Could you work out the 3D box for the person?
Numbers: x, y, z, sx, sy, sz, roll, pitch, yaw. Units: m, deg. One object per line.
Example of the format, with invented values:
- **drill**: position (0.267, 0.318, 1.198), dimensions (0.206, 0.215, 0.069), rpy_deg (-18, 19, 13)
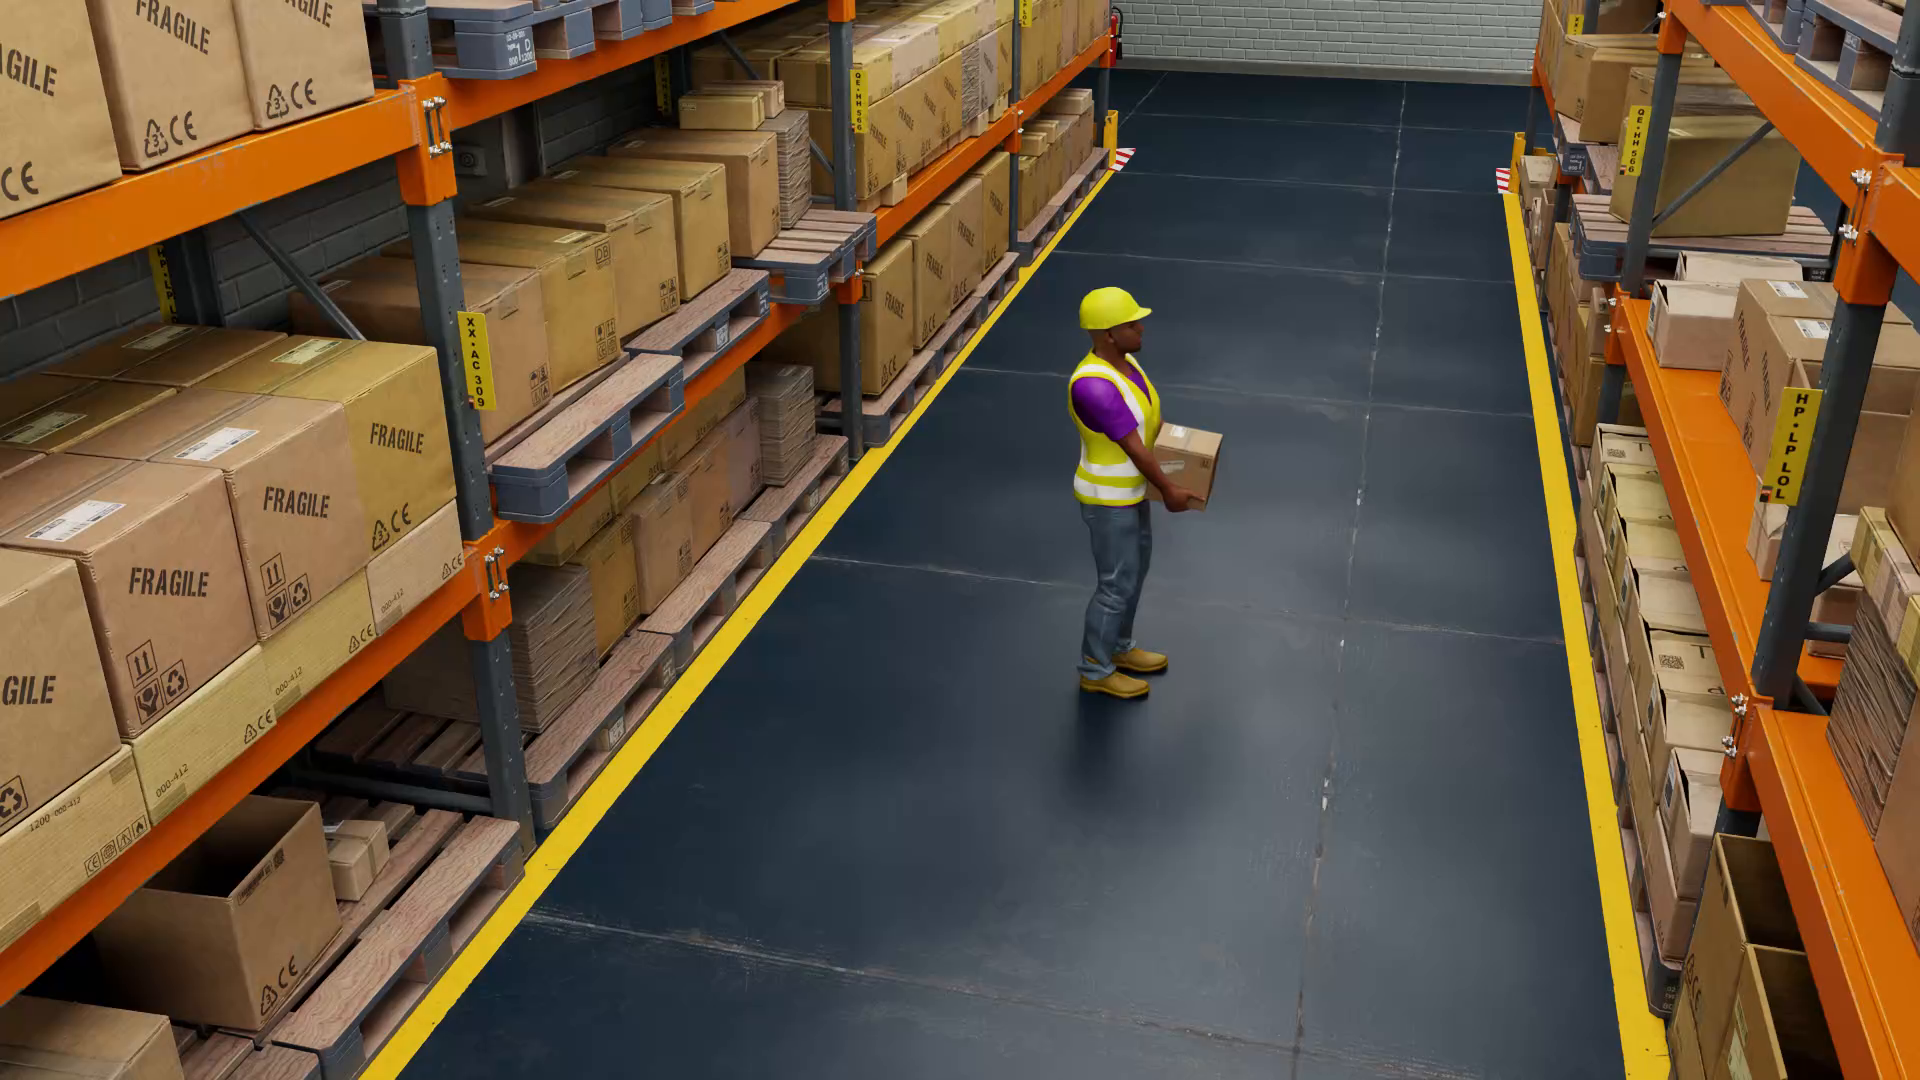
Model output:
- **person**: position (0.755, -0.192, 6.999), dimensions (0.587, 1.758, 0.503), rpy_deg (7, 26, 14)
